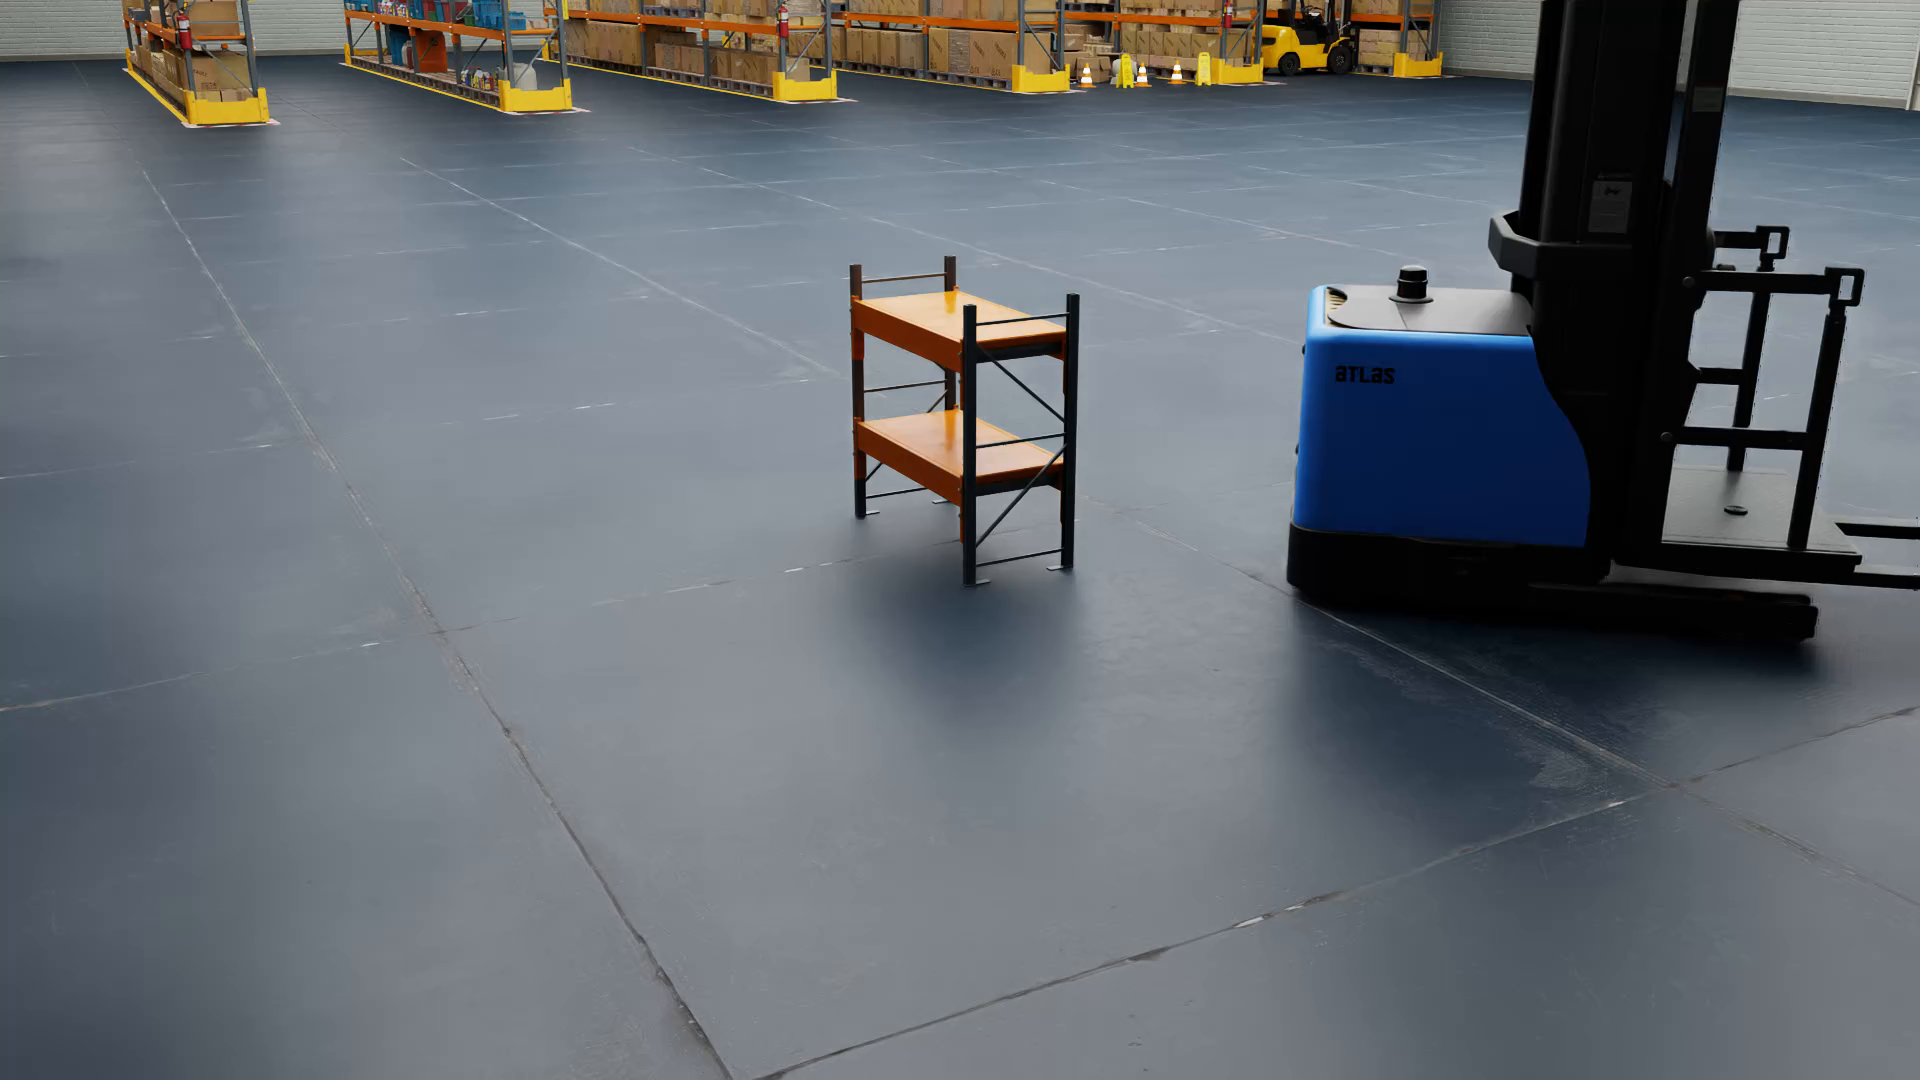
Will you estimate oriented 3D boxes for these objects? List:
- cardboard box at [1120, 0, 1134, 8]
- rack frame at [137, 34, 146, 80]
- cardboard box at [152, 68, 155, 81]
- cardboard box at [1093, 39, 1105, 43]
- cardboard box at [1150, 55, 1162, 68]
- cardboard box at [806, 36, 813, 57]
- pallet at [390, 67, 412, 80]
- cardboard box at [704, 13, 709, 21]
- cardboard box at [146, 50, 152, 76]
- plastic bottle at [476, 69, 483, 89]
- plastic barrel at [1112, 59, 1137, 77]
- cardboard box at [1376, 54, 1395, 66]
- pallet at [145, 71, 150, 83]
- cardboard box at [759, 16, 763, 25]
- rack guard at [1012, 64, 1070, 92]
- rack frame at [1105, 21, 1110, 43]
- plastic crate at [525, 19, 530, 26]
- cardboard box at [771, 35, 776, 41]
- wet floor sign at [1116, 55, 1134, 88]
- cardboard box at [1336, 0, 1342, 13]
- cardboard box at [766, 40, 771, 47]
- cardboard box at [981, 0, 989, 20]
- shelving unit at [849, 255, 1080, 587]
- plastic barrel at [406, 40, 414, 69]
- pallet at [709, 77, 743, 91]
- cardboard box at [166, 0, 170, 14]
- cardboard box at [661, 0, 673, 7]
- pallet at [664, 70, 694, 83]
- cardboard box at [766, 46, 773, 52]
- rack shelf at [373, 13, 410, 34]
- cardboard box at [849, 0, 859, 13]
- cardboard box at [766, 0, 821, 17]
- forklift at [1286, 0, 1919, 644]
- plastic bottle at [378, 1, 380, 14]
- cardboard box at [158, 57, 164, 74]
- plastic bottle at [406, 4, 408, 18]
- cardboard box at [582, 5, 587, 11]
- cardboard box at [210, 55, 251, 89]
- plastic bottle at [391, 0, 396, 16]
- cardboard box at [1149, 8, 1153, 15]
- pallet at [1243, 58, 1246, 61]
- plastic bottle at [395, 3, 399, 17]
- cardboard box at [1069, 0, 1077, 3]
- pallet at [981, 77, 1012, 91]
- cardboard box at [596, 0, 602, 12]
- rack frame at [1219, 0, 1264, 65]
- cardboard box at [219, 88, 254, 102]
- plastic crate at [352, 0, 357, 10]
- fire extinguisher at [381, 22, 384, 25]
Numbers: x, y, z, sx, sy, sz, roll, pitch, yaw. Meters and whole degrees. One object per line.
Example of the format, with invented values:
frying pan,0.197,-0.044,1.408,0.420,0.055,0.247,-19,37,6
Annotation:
cardboard box,3.958,-12.256,37.441,0.500,0.500,0.500,-10,21,-27
rack frame,-17.246,-11.466,35.760,1.000,3.000,0.127,-10,21,-27
cardboard box,-15.356,-9.020,32.245,0.500,0.250,0.500,-10,21,-27
cardboard box,4.039,-14.269,47.612,0.380,0.149,0.250,-11,22,-28
cardboard box,4.554,-10.622,36.886,0.500,0.250,0.500,-10,22,-27
cardboard box,-3.482,-12.202,41.083,0.500,0.500,0.500,-10,21,-26
pallet,-11.972,-10.335,36.759,1.003,0.211,1.213,-10,21,-27
cardboard box,-4.890,-10.475,33.276,0.380,0.149,0.250,-10,21,-27
cardboard box,-16.243,-9.724,33.872,0.500,0.500,0.500,-11,22,-29
plastic bottle,-8.688,-8.365,30.162,0.144,0.351,0.185,-9,21,-24
plastic barrel,3.580,-10.230,36.128,0.512,0.421,0.421,4,19,11
cardboard box,9.759,-10.844,37.530,0.500,0.250,0.500,-10,21,-26
pallet,-16.826,-9.920,35.555,1.003,0.211,1.213,-10,21,-27
cardboard box,-3.532,-9.695,31.014,0.380,0.149,0.250,-10,21,-27
rack guard,1.597,-9.105,32.751,1.175,0.500,0.348,-10,21,-27
rack frame,4.562,-15.304,46.884,1.000,3.000,0.127,-10,21,-27
plastic crate,-8.092,-9.384,30.131,0.530,0.136,0.437,-10,21,-27
cardboard box,-4.667,-12.999,43.020,0.380,0.149,0.250,-10,21,-26
wet floor sign,3.342,-9.479,33.612,0.267,0.644,0.232,-14,24,-36
cardboard box,9.065,-12.447,38.451,0.500,0.500,0.500,-10,21,-26
cardboard box,-4.825,-12.921,43.248,0.380,0.149,0.250,-11,22,-29
cardboard box,0.933,-10.798,33.597,0.875,0.550,0.550,-10,21,-27
shelving unit,-0.003,-0.534,6.954,0.538,1.125,1.048,-10,21,-27
plastic barrel,-11.769,-10.604,36.317,0.600,0.588,0.708,-10,21,-27
pallet,-4.377,-9.197,33.460,1.003,0.211,1.213,-10,21,-27
cardboard box,-14.285,-9.734,30.590,0.500,0.500,0.500,-10,21,-27
cardboard box,-6.033,-11.462,35.335,0.500,0.250,0.500,-11,22,-28
pallet,-5.682,-9.958,35.667,1.003,0.211,1.213,-10,21,-27
cardboard box,-4.831,-12.802,43.361,0.380,0.149,0.250,-11,22,-28
rack shelf,-11.935,-11.318,36.434,1.077,0.370,4.000,-10,21,-27
cardboard box,-2.238,-12.466,38.508,0.500,0.500,0.500,-10,21,-26
cardboard box,-3.065,-9.904,30.626,0.875,0.500,0.500,-10,21,-27
forklift,2.839,-1.196,6.105,3.031,2.935,1.130,4,19,11
plastic bottle,-13.086,-12.005,37.503,0.061,0.283,0.133,-10,21,-27
cardboard box,-14.379,-8.697,30.448,0.500,0.311,0.500,-10,21,-27
plastic bottle,-11.553,-11.078,34.817,0.061,0.283,0.133,-10,21,-27
cardboard box,-8.959,-12.917,40.351,0.380,0.149,0.250,-10,21,-26
cardboard box,-11.846,-7.606,26.996,0.500,0.500,0.500,-10,21,-27
plastic bottle,-12.286,-11.582,36.173,0.144,0.351,0.185,-10,21,-27
cardboard box,4.421,-11.694,36.809,0.380,0.149,0.250,-10,21,-27
pallet,6.818,-12.595,43.308,1.003,0.211,1.213,-10,21,-27
plastic bottle,-12.096,-11.406,35.768,0.061,0.283,0.133,-10,21,-27
cardboard box,2.810,-12.872,39.577,0.380,0.149,0.250,-9,21,-25
pallet,1.137,-9.193,33.448,1.003,0.211,1.213,-10,21,-27
cardboard box,-8.288,-12.731,39.275,0.500,0.500,0.500,-10,21,-27
rack frame,5.894,-11.089,34.669,1.000,3.000,0.127,-10,21,-27
cardboard box,-11.607,-7.108,26.703,0.500,0.250,0.500,-10,21,-27
plastic crate,-14.332,-12.829,39.877,0.416,0.233,0.300,-10,21,-27
fire extinguisher,-14.456,-13.281,41.711,0.296,0.674,0.183,-10,21,-27
